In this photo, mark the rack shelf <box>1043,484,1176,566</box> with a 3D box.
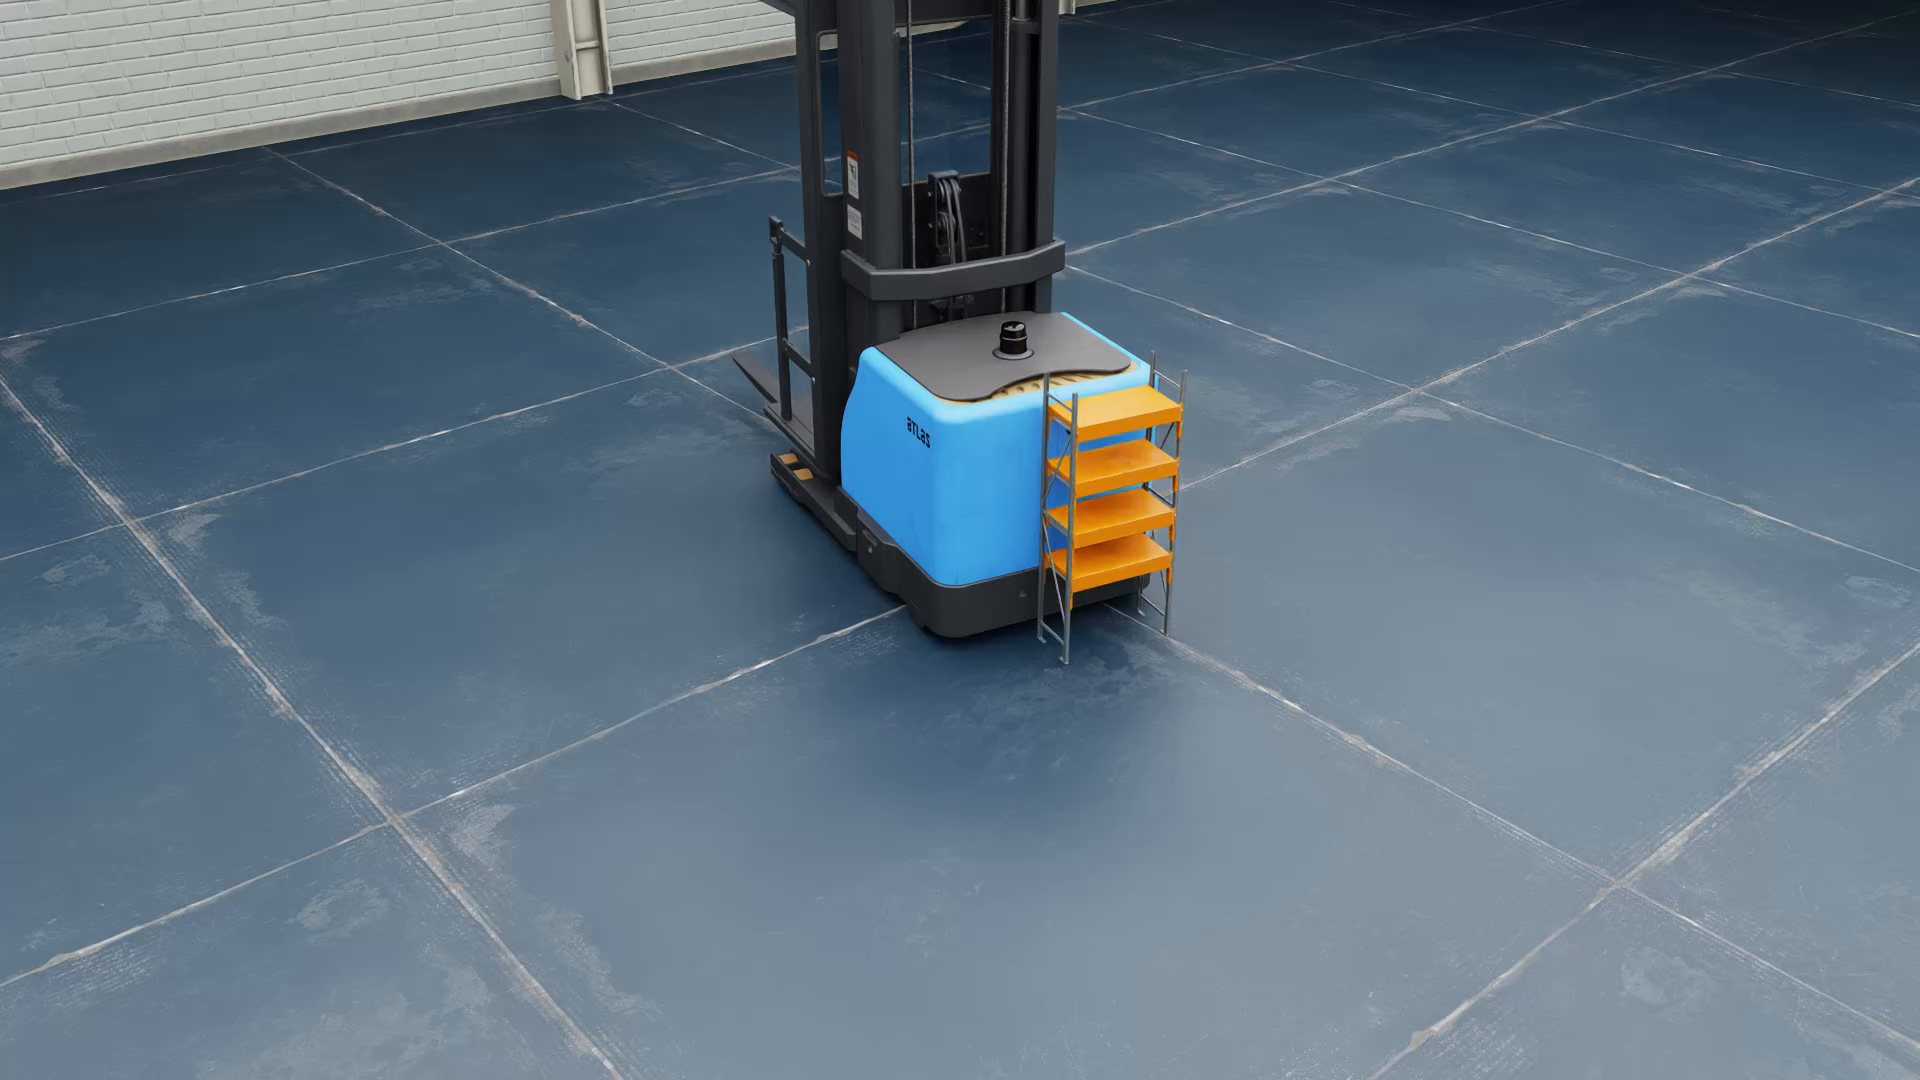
[{"bbox_3d":[0.601,-0.063,6.738,0.480,0.148,0.258,-13,31,-23],"label":"rack shelf"}]

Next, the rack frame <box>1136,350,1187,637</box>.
[{"bbox_3d":[0.819,-0.174,6.803,0.015,1.200,0.240,-13,31,-23],"label":"rack frame"}]

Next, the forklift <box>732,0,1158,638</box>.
[{"bbox_3d":[-0.281,-1.558,7.555,1.130,2.935,3.031,-13,31,-23],"label":"forklift"}]

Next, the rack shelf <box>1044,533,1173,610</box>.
[{"bbox_3d":[0.601,0.112,6.831,0.480,0.148,0.258,-13,31,-23],"label":"rack shelf"}]

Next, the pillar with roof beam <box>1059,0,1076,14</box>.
[{"bbox_3d":[3.865,-8.440,13.996,0.400,9.000,9.100,-22,35,-35],"label":"pillar with roof beam"}]

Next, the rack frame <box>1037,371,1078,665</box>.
[{"bbox_3d":[0.383,-0.071,6.609,0.015,1.200,0.240,-13,31,-23],"label":"rack frame"}]

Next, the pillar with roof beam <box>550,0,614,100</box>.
[{"bbox_3d":[-0.700,-6.605,10.562,0.400,9.000,9.100,-22,35,-35],"label":"pillar with roof beam"}]

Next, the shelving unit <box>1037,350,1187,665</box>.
[{"bbox_3d":[0.601,-0.122,6.706,0.503,1.200,0.258,-13,31,-23],"label":"shelving unit"}]

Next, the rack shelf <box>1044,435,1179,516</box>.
[{"bbox_3d":[0.601,-0.260,6.632,0.480,0.148,0.258,-13,31,-23],"label":"rack shelf"}]

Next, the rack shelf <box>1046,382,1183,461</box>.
[{"bbox_3d":[0.601,-0.469,6.521,0.480,0.148,0.258,-13,31,-23],"label":"rack shelf"}]
